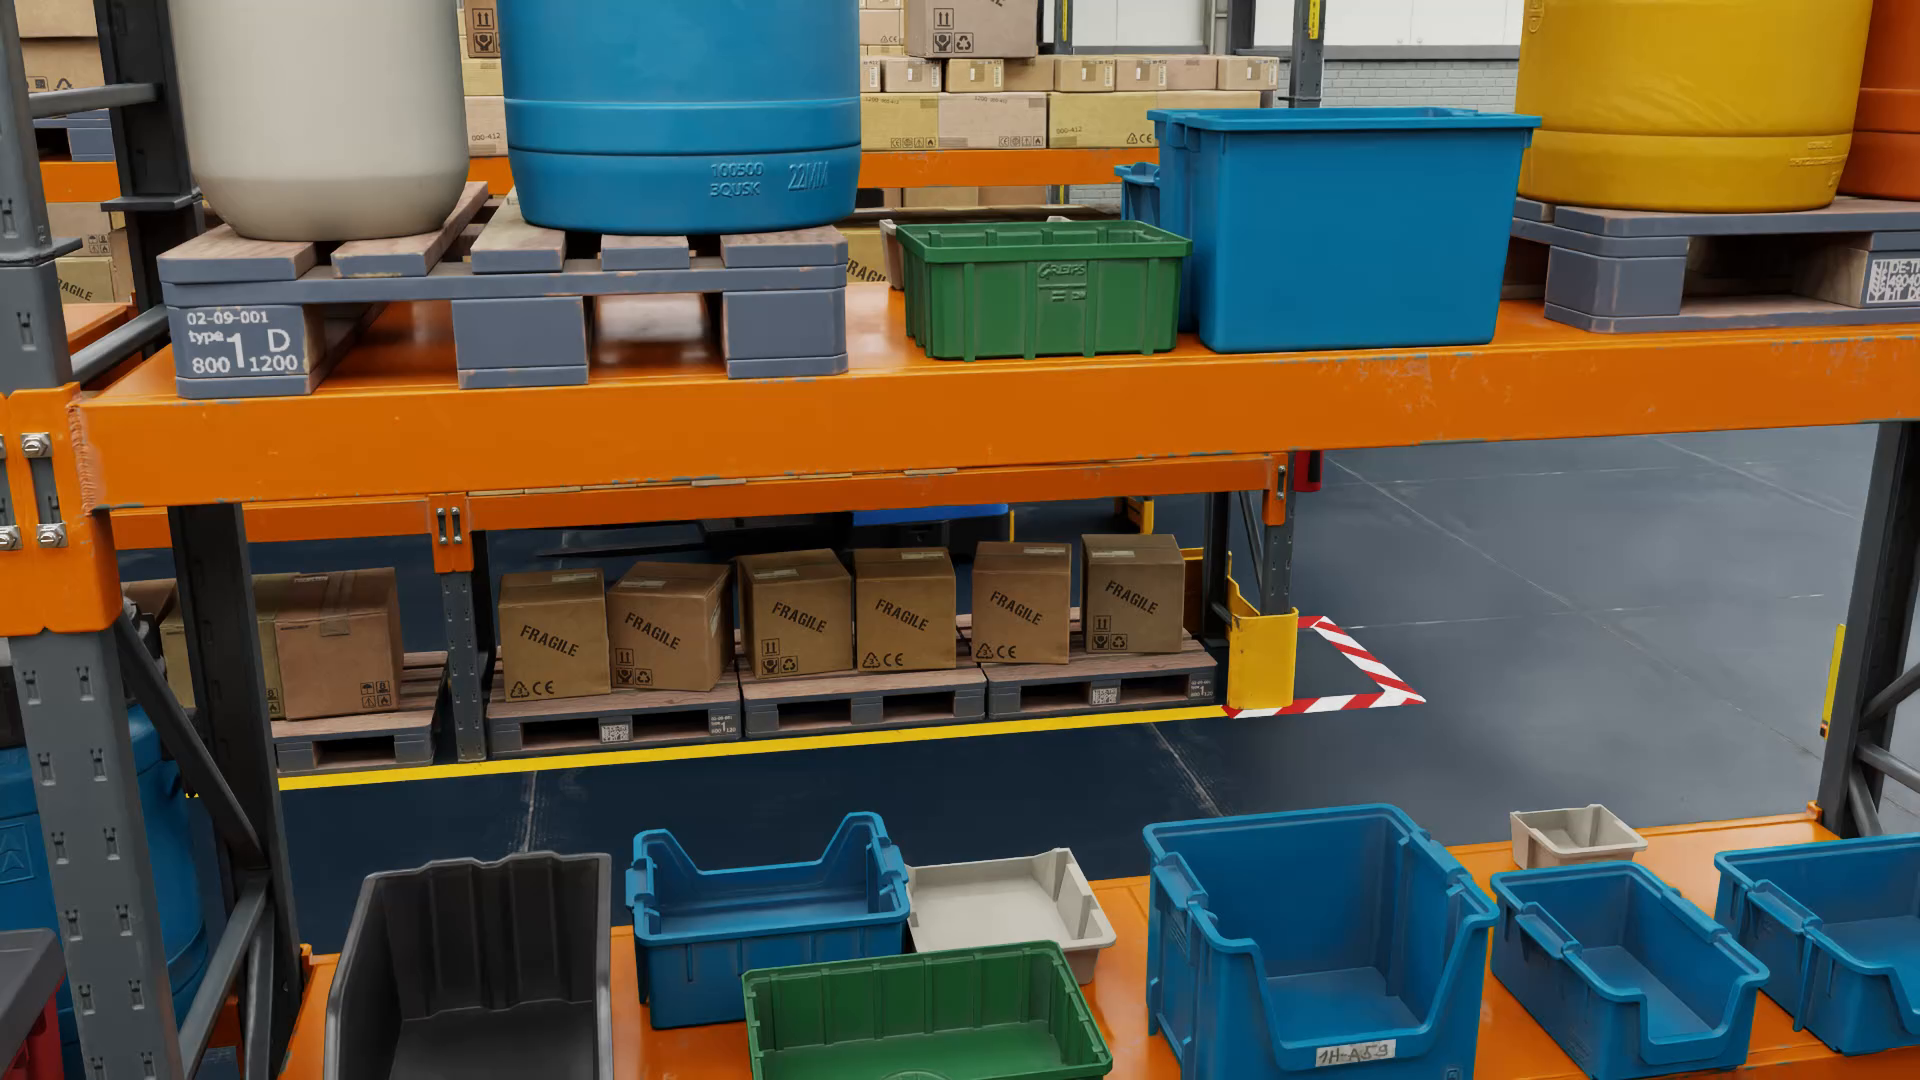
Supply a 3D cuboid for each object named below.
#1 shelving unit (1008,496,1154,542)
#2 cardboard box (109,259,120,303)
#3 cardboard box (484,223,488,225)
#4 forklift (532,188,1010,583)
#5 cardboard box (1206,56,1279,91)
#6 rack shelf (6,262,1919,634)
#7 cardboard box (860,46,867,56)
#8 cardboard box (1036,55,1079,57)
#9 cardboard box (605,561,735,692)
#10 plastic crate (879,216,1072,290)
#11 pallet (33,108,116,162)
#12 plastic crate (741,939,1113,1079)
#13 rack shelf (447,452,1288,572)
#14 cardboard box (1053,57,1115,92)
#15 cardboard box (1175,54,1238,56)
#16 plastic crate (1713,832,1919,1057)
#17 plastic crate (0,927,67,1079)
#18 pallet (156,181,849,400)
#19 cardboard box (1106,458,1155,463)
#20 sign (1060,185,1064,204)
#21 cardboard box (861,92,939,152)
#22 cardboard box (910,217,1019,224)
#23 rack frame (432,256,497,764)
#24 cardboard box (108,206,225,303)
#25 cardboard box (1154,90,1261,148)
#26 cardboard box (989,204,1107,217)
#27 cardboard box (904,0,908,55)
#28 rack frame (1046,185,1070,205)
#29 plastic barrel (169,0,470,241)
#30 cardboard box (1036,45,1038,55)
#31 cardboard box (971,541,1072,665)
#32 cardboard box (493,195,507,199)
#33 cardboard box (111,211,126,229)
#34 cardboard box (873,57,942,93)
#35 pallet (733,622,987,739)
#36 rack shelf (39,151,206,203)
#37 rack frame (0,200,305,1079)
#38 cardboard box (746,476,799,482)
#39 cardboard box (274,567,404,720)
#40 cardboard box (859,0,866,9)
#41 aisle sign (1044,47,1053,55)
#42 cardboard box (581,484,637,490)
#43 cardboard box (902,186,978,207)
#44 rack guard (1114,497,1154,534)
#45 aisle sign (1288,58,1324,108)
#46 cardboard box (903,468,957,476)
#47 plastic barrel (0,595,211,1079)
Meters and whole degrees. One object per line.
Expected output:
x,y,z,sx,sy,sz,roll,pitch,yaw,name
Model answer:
0.731,-0.785,11.313,1.083,1.500,0.587,-5,18,-14,shelving unit
-5.688,-1.786,11.848,0.500,0.500,0.500,-3,17,-10,cardboard box
-2.015,-1.294,8.035,0.500,0.500,0.500,-3,17,-10,cardboard box
-1.247,-1.303,10.562,3.031,2.935,1.130,-5,18,-14,forklift
1.309,-2.191,7.805,0.250,0.149,0.380,-3,17,-10,cardboard box
0.498,-0.295,3.279,4.000,0.370,1.077,-3,17,-10,rack shelf
-0.829,-3.555,12.211,0.250,0.149,0.380,-3,17,-10,cardboard box
0.430,-2.317,8.216,0.250,0.149,0.380,-3,17,-8,cardboard box
-1.444,0.428,8.352,0.500,0.500,0.500,2,17,7,cardboard box
0.034,-0.607,3.520,0.396,0.136,0.243,-3,17,-10,plastic crate
-4.049,-1.803,7.284,1.003,0.211,1.213,-3,17,-10,pallet
-0.079,1.014,3.264,0.662,0.188,0.450,-3,17,-10,plastic crate
-0.441,-0.289,8.369,4.000,0.370,1.077,-3,17,-10,rack shelf
0.541,-2.143,7.648,0.250,0.149,0.380,-3,17,-10,cardboard box
1.208,-2.348,8.316,0.250,0.149,0.380,-3,17,-11,cardboard box
2.027,0.869,3.627,0.616,0.251,0.499,-3,17,-10,plastic crate
-1.883,0.991,2.867,0.583,0.464,0.402,-3,17,-10,plastic crate
-0.775,-0.505,3.061,1.003,0.211,1.213,-3,17,-10,pallet
0.800,-0.506,8.279,0.250,0.149,0.380,-3,17,-10,cardboard box
0.770,-2.689,12.583,0.005,0.325,0.100,-3,17,-10,sign
-0.390,-1.922,7.607,0.500,0.250,0.500,-4,17,-11,cardboard box
0.048,-1.254,7.904,0.500,0.500,0.500,-3,17,-10,cardboard box
-2.405,-0.521,7.900,0.127,3.000,1.000,-3,17,-10,rack frame
-3.212,-1.005,7.738,1.000,1.000,1.000,-3,17,-10,cardboard box
1.097,-2.006,7.881,0.500,0.250,0.500,-3,17,-9,cardboard box
0.438,-1.434,8.492,0.500,0.500,0.500,-3,17,-10,cardboard box
0.014,-2.602,8.038,0.500,0.500,0.500,-3,17,-11,cardboard box
0.681,-2.180,13.299,0.127,3.000,1.000,-3,17,-10,rack frame
-1.005,-0.749,2.627,0.421,0.512,0.421,0,17,0,plastic barrel
0.419,-3.626,12.441,0.250,0.149,0.380,-3,17,-11,cardboard box
0.326,0.323,8.693,0.500,0.500,0.500,1,17,4,cardboard box
-4.695,-3.677,16.782,0.500,0.500,0.500,-4,17,-11,cardboard box
-5.732,-2.340,11.947,0.500,0.500,0.700,-4,17,-11,cardboard box
-0.248,-2.119,7.570,0.250,0.149,0.380,-4,18,-13,cardboard box
-0.552,0.695,8.689,1.213,0.211,1.003,-3,17,-10,pallet
-4.369,-1.500,7.203,4.000,0.370,1.077,-3,17,-10,rack shelf
-1.465,0.906,3.252,0.127,3.000,1.000,-3,17,-10,rack frame
-0.914,-0.403,7.944,0.250,0.149,0.380,-3,17,-10,cardboard box
-3.012,0.491,8.112,0.500,0.500,0.700,-5,18,-15,cardboard box
-0.834,-3.936,12.093,0.250,0.149,0.380,-4,17,-11,cardboard box
0.693,-3.513,13.212,0.004,0.787,0.394,-3,17,-10,aisle sign
-1.649,-0.359,7.798,0.250,0.149,0.380,-3,17,-10,cardboard box
-0.214,-2.701,12.901,0.550,0.550,0.875,-3,17,-10,cardboard box
1.212,-0.226,11.620,0.087,0.250,0.587,-5,18,-14,rack guard
1.640,-1.904,7.974,0.004,0.787,0.394,-3,17,-10,aisle sign
-0.171,-0.435,8.046,0.250,0.149,0.380,-3,17,-10,cardboard box
-1.902,0.601,3.392,0.708,0.901,0.600,-3,17,-10,plastic barrel
